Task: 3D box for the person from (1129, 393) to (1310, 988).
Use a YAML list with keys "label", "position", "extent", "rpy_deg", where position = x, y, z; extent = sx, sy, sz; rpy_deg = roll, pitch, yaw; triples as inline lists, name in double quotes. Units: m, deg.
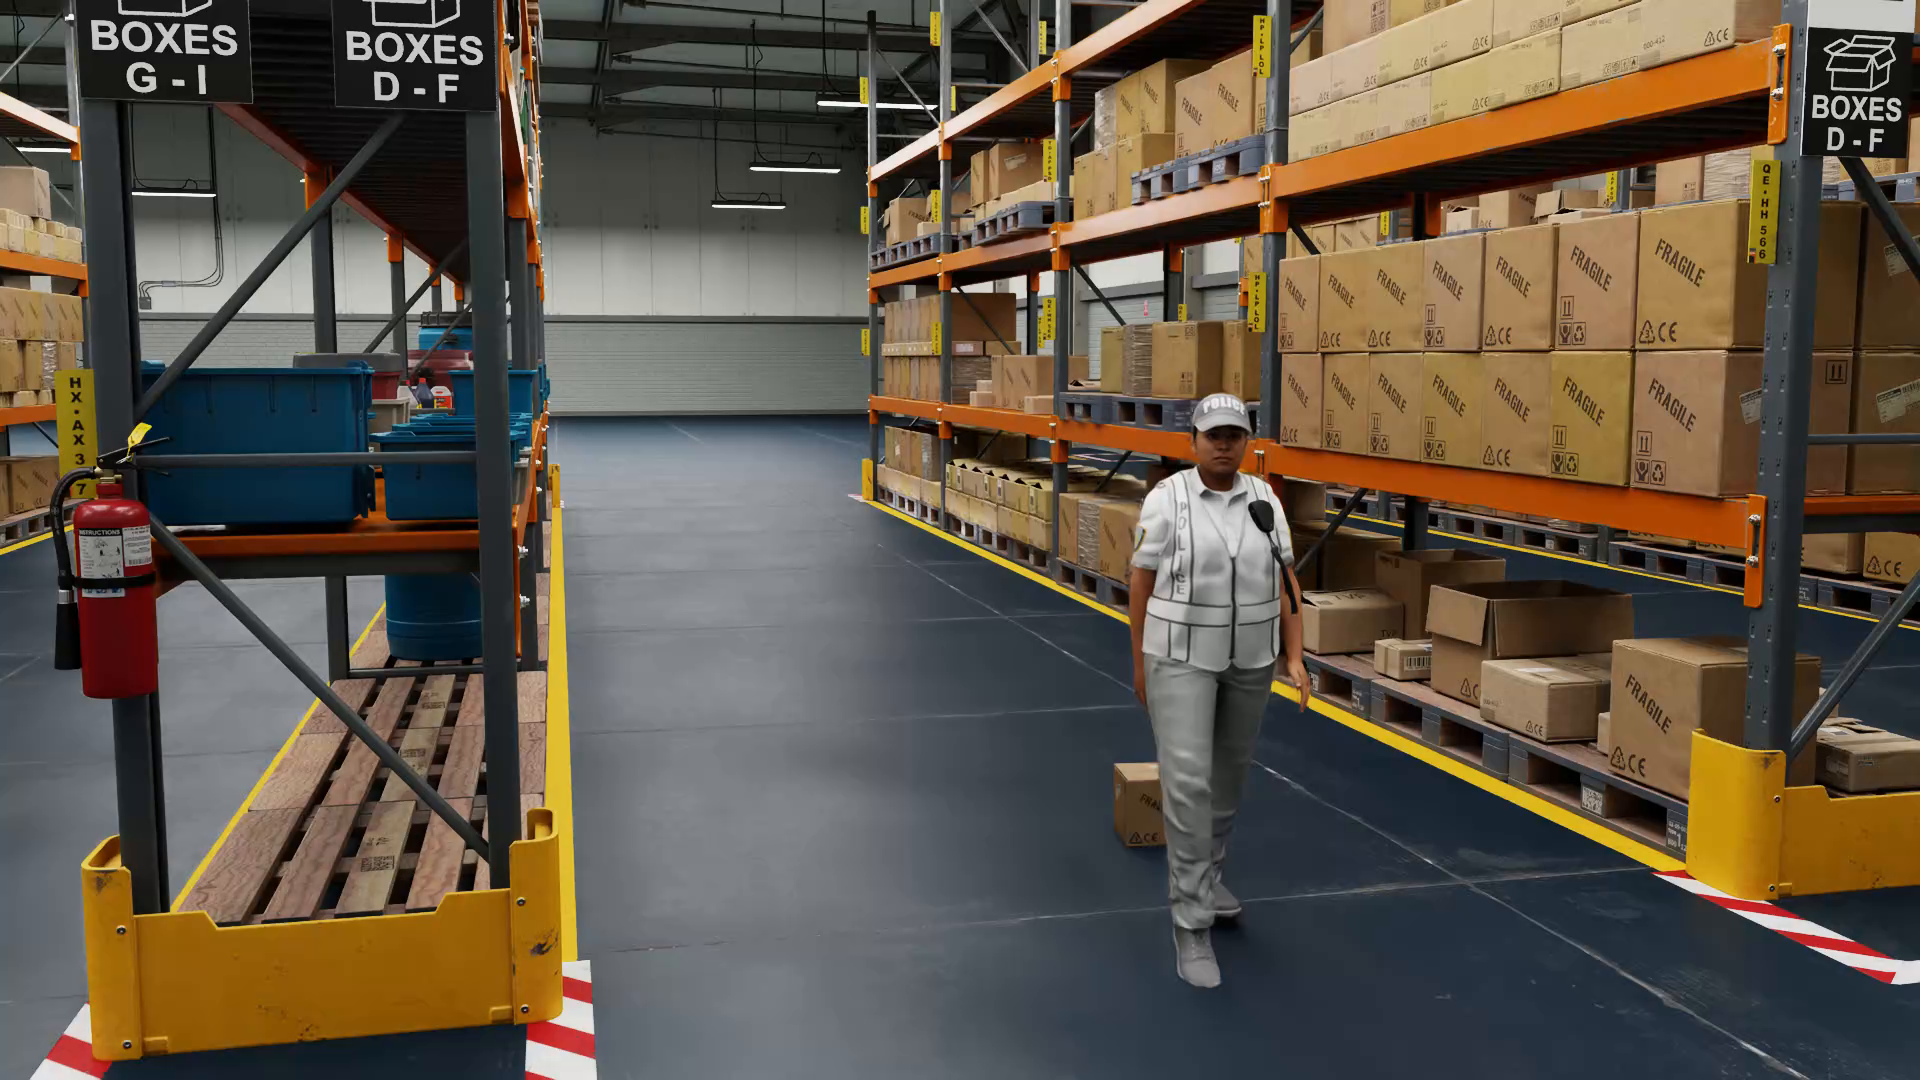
- label: "person"
  position: [0.787, 0.416, 5.008]
  extent: [0.491, 1.709, 0.730]
  rpy_deg: [-1, 6, -13]
